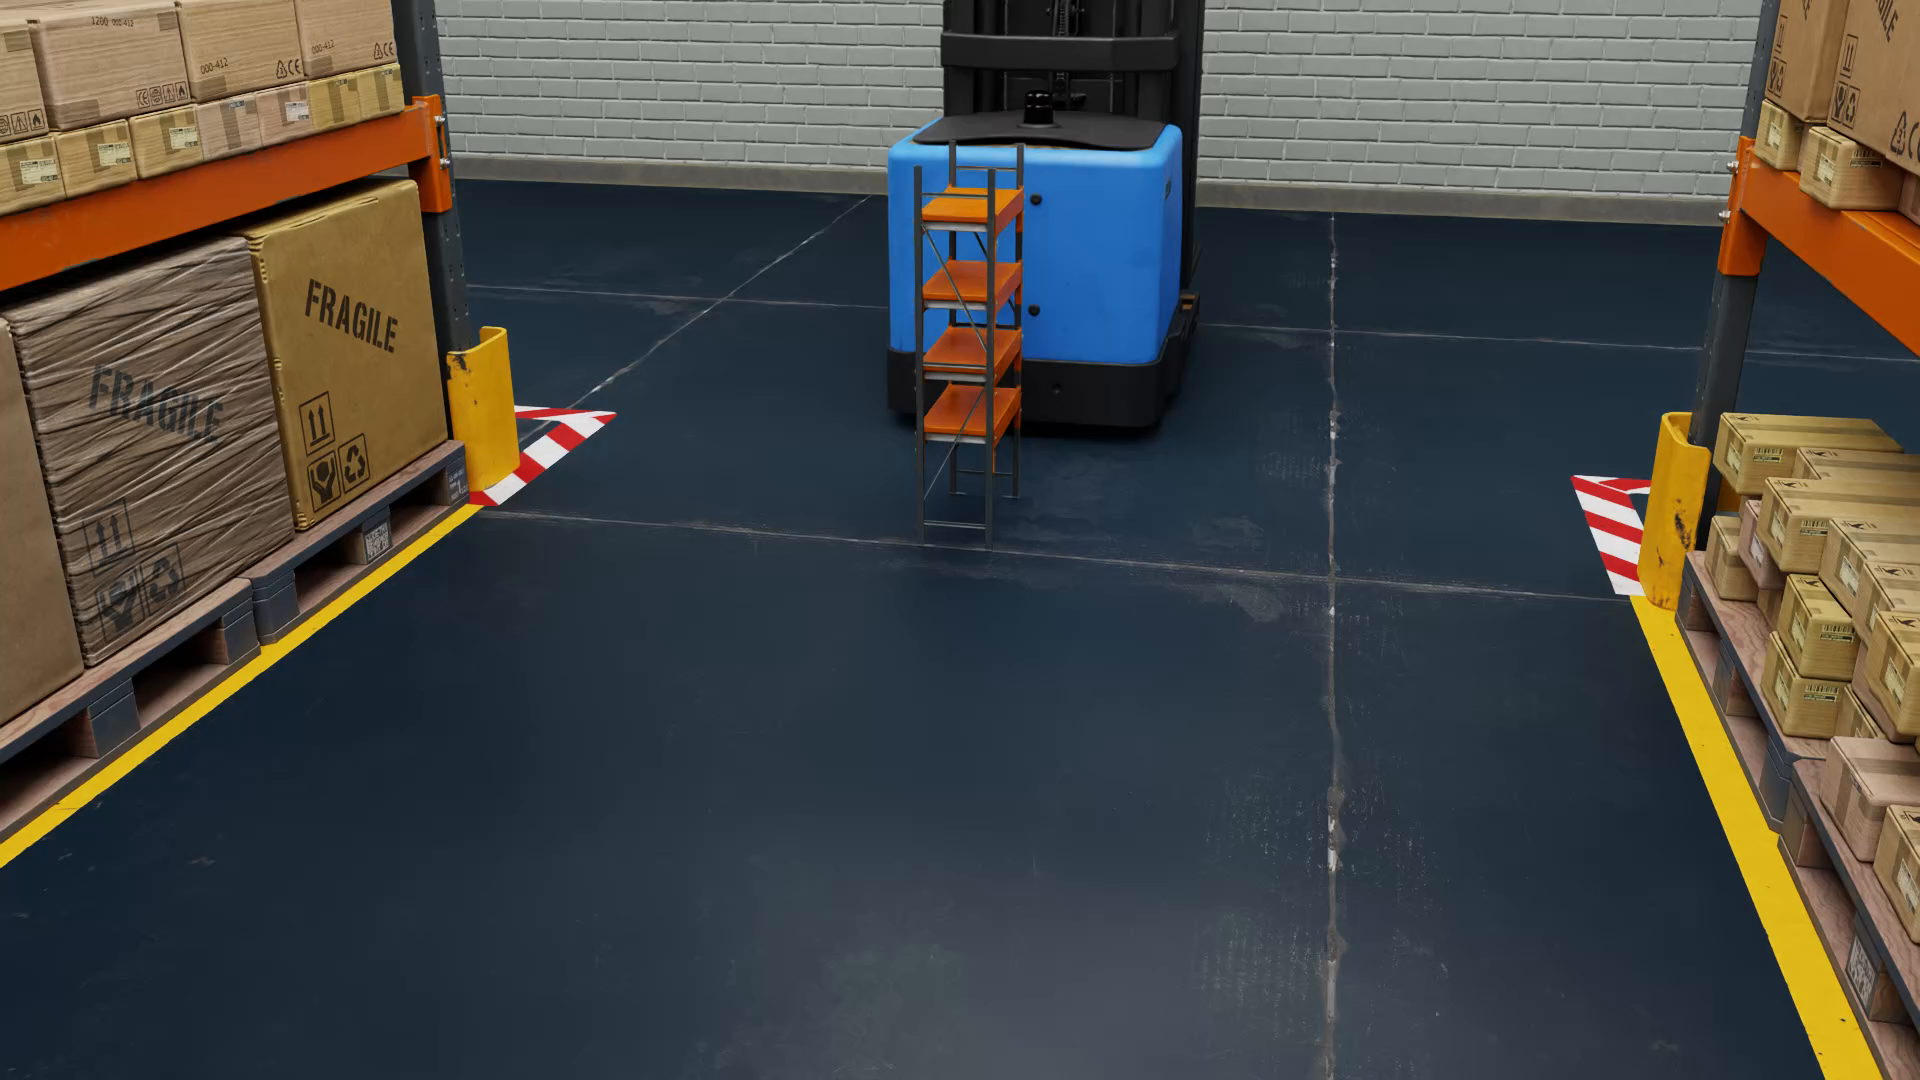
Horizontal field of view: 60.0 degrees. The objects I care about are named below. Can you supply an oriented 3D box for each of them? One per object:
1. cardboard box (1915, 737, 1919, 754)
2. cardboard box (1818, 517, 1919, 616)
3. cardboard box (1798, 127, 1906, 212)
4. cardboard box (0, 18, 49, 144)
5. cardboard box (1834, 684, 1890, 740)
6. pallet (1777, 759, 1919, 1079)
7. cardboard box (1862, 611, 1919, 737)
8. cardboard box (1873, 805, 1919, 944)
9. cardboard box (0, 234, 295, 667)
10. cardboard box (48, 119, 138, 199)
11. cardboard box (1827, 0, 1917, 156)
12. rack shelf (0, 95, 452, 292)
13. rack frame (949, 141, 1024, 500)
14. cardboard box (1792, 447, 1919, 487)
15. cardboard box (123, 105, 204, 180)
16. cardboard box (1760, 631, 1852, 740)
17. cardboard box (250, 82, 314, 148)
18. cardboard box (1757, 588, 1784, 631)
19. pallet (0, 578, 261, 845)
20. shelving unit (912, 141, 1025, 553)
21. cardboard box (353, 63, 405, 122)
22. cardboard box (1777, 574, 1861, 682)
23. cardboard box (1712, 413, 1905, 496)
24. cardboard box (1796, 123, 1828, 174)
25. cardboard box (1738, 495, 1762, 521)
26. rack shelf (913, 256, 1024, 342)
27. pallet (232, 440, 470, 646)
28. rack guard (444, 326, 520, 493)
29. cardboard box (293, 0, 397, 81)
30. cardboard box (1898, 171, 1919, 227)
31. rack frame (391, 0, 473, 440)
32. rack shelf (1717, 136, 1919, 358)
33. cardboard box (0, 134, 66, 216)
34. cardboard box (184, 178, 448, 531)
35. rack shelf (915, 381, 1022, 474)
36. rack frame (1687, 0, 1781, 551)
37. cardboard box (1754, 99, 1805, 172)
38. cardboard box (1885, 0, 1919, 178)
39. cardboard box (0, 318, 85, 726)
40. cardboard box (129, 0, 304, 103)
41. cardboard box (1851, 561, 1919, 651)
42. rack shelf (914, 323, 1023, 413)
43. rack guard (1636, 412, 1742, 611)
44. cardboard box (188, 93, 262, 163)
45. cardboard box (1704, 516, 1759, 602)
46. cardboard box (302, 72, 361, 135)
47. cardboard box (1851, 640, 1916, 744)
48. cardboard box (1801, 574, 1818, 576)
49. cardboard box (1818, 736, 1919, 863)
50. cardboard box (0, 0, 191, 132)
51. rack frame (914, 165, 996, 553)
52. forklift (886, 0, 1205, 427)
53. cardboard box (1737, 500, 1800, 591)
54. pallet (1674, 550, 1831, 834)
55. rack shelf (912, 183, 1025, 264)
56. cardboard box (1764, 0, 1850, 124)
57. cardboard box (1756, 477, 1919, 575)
[{"bbox_3d":[2.076,0.412,3.172,0.380,0.149,0.250,6,23,14],"label":"cardboard box"},{"bbox_3d":[2.118,0.072,3.616,0.380,0.149,0.250,3,22,8],"label":"cardboard box"},{"bbox_3d":[2.137,-0.834,3.745,0.380,0.149,0.250,4,22,9],"label":"cardboard box"},{"bbox_3d":[-2.341,-0.958,3.520,0.500,0.250,0.500,4,22,11],"label":"cardboard box"},{"bbox_3d":[2.087,0.439,3.501,0.380,0.149,0.250,5,22,11],"label":"cardboard box"},{"bbox_3d":[2.176,0.826,3.020,1.003,0.211,1.213,4,22,11],"label":"pallet"},{"bbox_3d":[1.954,0.266,3.136,0.380,0.149,0.250,5,22,12],"label":"cardboard box"},{"bbox_3d":[1.920,0.627,3.035,0.380,0.149,0.250,4,22,11],"label":"cardboard box"},{"bbox_3d":[-2.430,-0.286,4.330,0.875,0.875,0.875,4,22,11],"label":"cardboard box"},{"bbox_3d":[-2.202,-0.909,3.932,0.380,0.149,0.250,5,22,11],"label":"cardboard box"},{"bbox_3d":[2.196,-1.078,3.483,0.500,0.500,0.500,5,22,11],"label":"cardboard box"},{"bbox_3d":[-2.600,-0.584,3.752,1.077,0.370,4.000,4,22,11],"label":"rack shelf"},{"bbox_3d":[0.084,-0.706,5.501,0.240,1.200,0.015,4,22,11],"label":"rack frame"},{"bbox_3d":[2.265,-0.107,4.062,0.380,0.149,0.250,5,22,12],"label":"cardboard box"},{"bbox_3d":[-2.149,-1.004,4.167,0.380,0.149,0.250,4,22,10],"label":"cardboard box"},{"bbox_3d":[2.046,0.339,3.751,0.380,0.149,0.250,5,22,12],"label":"cardboard box"},{"bbox_3d":[-2.046,-1.190,4.630,0.380,0.149,0.250,5,22,11],"label":"cardboard box"},{"bbox_3d":[2.249,0.162,4.189,0.380,0.149,0.250,4,22,11],"label":"cardboard box"},{"bbox_3d":[-2.530,0.387,4.109,1.003,0.211,1.213,4,22,11],"label":"pallet"},{"bbox_3d":[0.034,-0.617,5.280,0.258,1.200,0.503,4,22,11],"label":"shelving unit"},{"bbox_3d":[-1.942,-1.378,5.095,0.380,0.149,0.250,5,22,12],"label":"cardboard box"},{"bbox_3d":[2.052,0.205,3.685,0.380,0.149,0.250,5,23,13],"label":"cardboard box"},{"bbox_3d":[2.203,-0.217,4.335,0.380,0.149,0.250,3,22,8],"label":"cardboard box"},{"bbox_3d":[2.244,-0.928,3.979,0.380,0.149,0.250,5,23,13],"label":"cardboard box"},{"bbox_3d":[2.285,-0.073,4.375,0.380,0.149,0.250,5,23,13],"label":"cardboard box"},{"bbox_3d":[0.034,-0.762,5.221,0.258,0.148,0.480,4,22,11],"label":"rack shelf"},{"bbox_3d":[-2.279,-0.058,5.214,1.003,0.211,1.213,4,22,11],"label":"pallet"},{"bbox_3d":[-2.187,-0.499,5.923,1.175,0.500,0.348,4,22,11],"label":"rack guard"},{"bbox_3d":[-2.031,-1.520,4.916,0.500,0.250,0.500,4,22,10],"label":"cardboard box"},{"bbox_3d":[2.218,-0.729,3.484,0.380,0.149,0.250,6,23,13],"label":"cardboard box"},{"bbox_3d":[-2.192,-1.649,5.434,1.000,3.000,0.127,4,22,11],"label":"rack frame"},{"bbox_3d":[2.235,-0.169,2.722,1.077,0.370,4.000,4,22,11],"label":"rack shelf"},{"bbox_3d":[-2.255,-0.819,3.707,0.380,0.149,0.250,5,22,12],"label":"cardboard box"},{"bbox_3d":[-2.244,-0.618,5.156,0.875,0.875,0.875,4,22,11],"label":"cardboard box"},{"bbox_3d":[0.034,-0.371,5.379,0.258,0.148,0.480,4,22,11],"label":"rack shelf"},{"bbox_3d":[2.643,-1.234,4.403,1.000,3.000,0.127,4,22,11],"label":"rack frame"},{"bbox_3d":[2.256,-1.024,4.218,0.380,0.149,0.250,4,22,10],"label":"cardboard box"},{"bbox_3d":[2.084,-0.900,3.040,0.500,0.500,0.500,5,22,12],"label":"cardboard box"},{"bbox_3d":[-2.612,0.040,3.521,0.875,0.875,0.875,4,22,11],"label":"cardboard box"},{"bbox_3d":[-2.135,-1.335,4.456,0.500,0.250,0.500,4,22,10],"label":"cardboard box"},{"bbox_3d":[2.053,0.173,3.366,0.380,0.149,0.250,5,23,13],"label":"cardboard box"},{"bbox_3d":[0.034,-0.555,5.305,0.258,0.148,0.480,4,22,11],"label":"rack shelf"},{"bbox_3d":[2.627,-0.047,4.801,1.175,0.500,0.348,4,22,11],"label":"rack guard"},{"bbox_3d":[-2.098,-1.099,4.403,0.380,0.149,0.250,5,22,12],"label":"cardboard box"},{"bbox_3d":[2.223,0.060,4.442,0.380,0.149,0.250,5,22,12],"label":"cardboard box"},{"bbox_3d":[-1.994,-1.282,4.859,0.380,0.149,0.250,5,22,11],"label":"cardboard box"},{"bbox_3d":[2.090,0.309,3.426,0.380,0.149,0.250,3,22,8],"label":"cardboard box"},{"bbox_3d":[2.210,0.119,3.898,0.380,0.149,0.250,5,22,12],"label":"cardboard box"},{"bbox_3d":[1.951,0.524,3.291,0.380,0.149,0.250,3,22,8],"label":"cardboard box"},{"bbox_3d":[-2.239,-1.149,3.993,0.500,0.250,0.500,4,22,9],"label":"cardboard box"},{"bbox_3d":[-0.016,-0.528,5.058,0.240,1.200,0.015,4,22,11],"label":"rack frame"},{"bbox_3d":[0.521,-2.299,7.139,1.130,2.935,3.031,4,22,11],"label":"forklift"},{"bbox_3d":[2.173,0.023,4.137,0.380,0.149,0.250,4,22,11],"label":"cardboard box"},{"bbox_3d":[2.427,0.381,4.124,1.003,0.211,1.213,4,22,11],"label":"pallet"},{"bbox_3d":[0.034,-0.982,5.133,0.258,0.148,0.480,4,22,11],"label":"rack shelf"},{"bbox_3d":[2.281,-1.276,3.974,0.500,0.500,0.500,6,23,13],"label":"cardboard box"},{"bbox_3d":[2.088,-0.025,3.857,0.380,0.149,0.250,4,22,11],"label":"cardboard box"}]
